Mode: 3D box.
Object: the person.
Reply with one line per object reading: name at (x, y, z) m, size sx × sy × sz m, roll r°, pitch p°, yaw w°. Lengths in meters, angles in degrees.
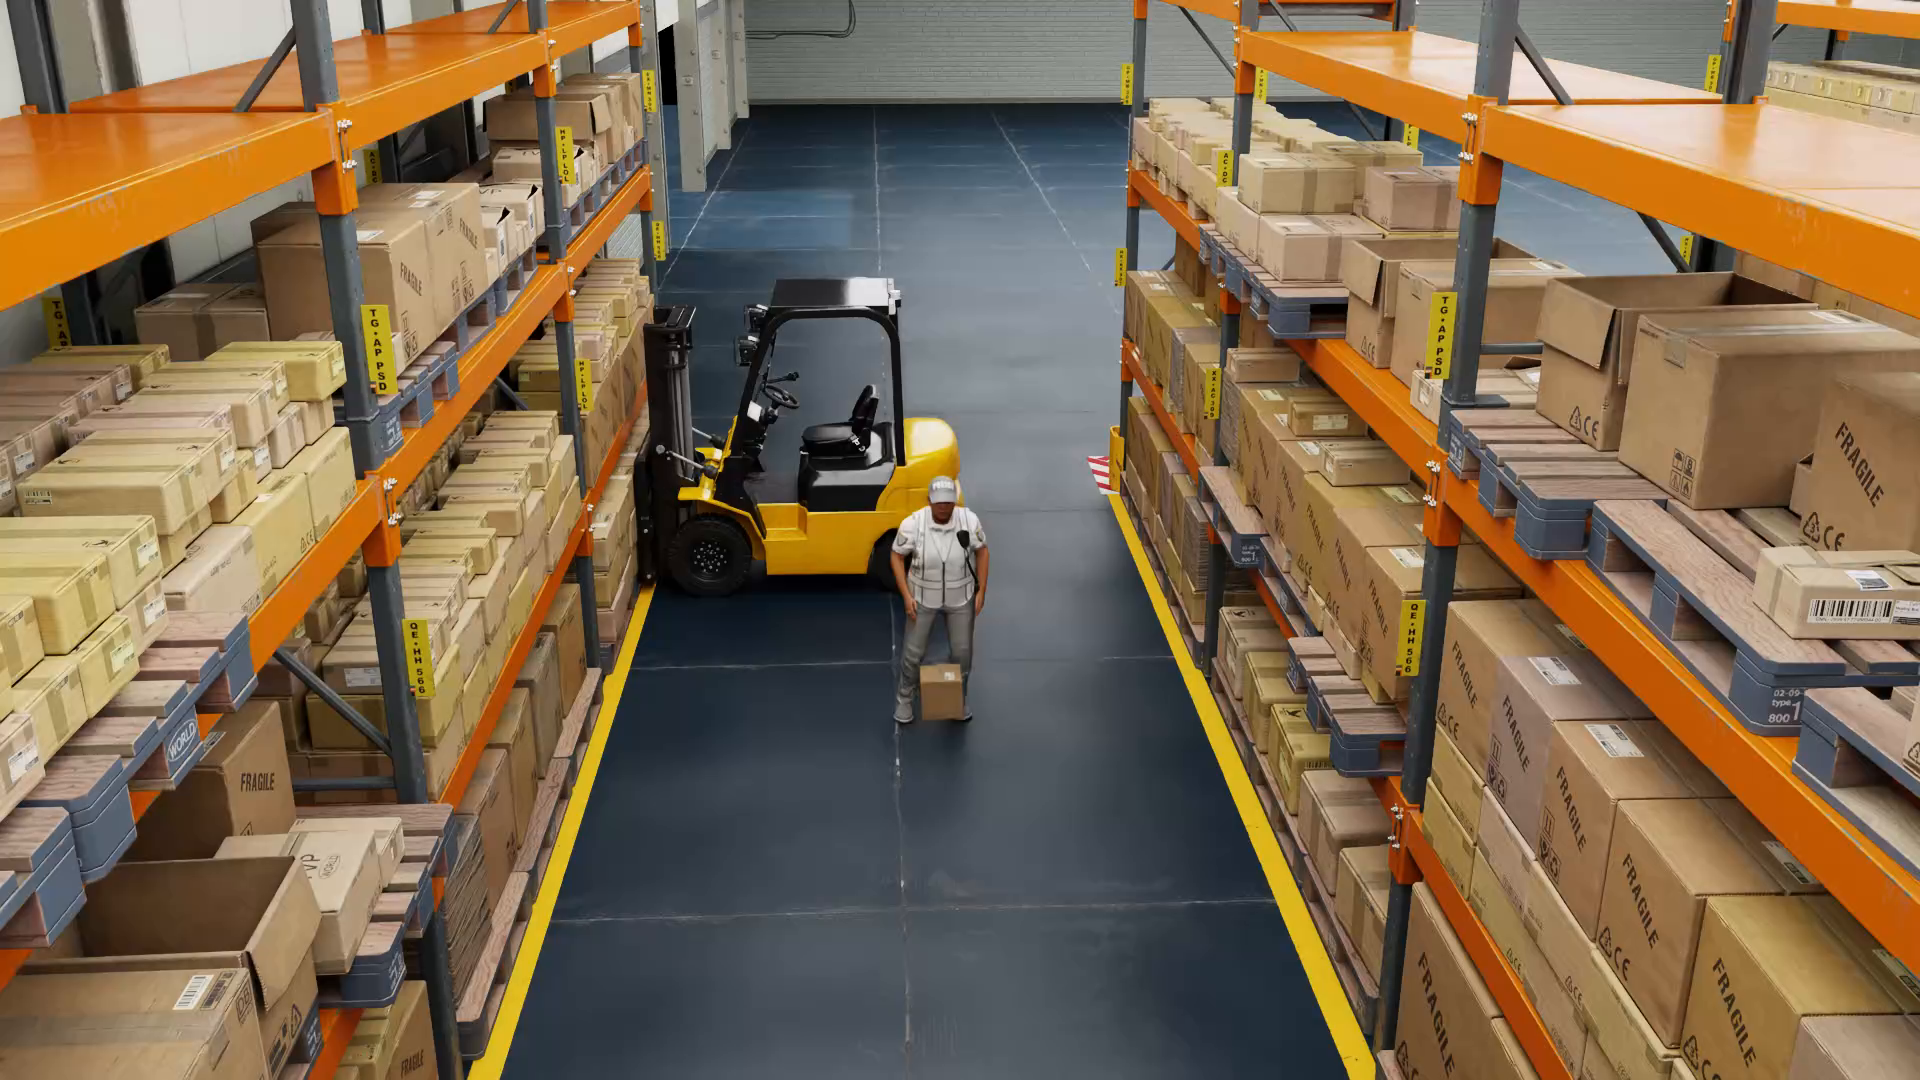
person at (-0.119, 0.332, 10.119) m, size 0.606 × 1.566 × 0.501 m, roll -1°, pitch 21°, yaw -4°
